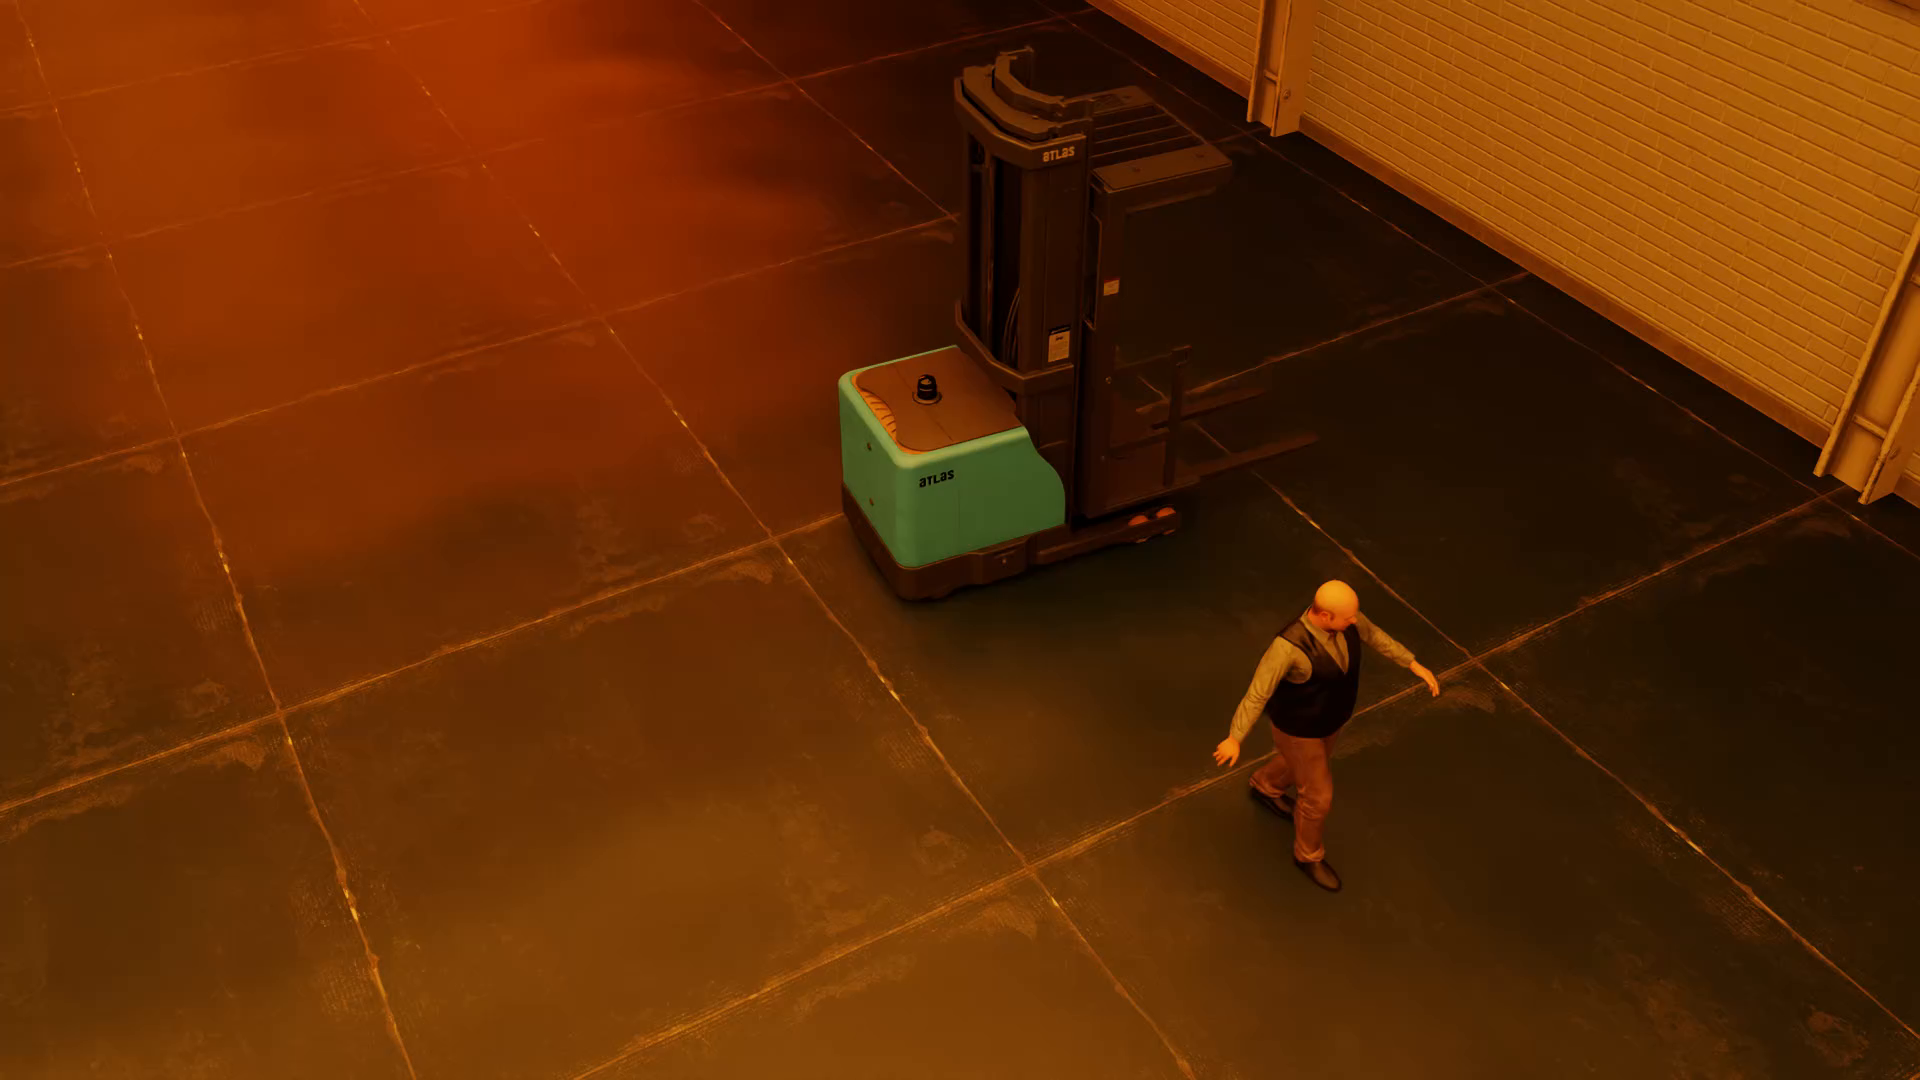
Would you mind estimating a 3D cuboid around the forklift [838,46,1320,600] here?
[{"bbox_3d":[0.824,-1.403,9.728,3.031,2.935,1.130,-16,42,-19],"label":"forklift"}]

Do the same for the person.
[{"bbox_3d":[1.697,0.893,7.945,0.947,1.701,0.749,-32,49,-33],"label":"person"}]
